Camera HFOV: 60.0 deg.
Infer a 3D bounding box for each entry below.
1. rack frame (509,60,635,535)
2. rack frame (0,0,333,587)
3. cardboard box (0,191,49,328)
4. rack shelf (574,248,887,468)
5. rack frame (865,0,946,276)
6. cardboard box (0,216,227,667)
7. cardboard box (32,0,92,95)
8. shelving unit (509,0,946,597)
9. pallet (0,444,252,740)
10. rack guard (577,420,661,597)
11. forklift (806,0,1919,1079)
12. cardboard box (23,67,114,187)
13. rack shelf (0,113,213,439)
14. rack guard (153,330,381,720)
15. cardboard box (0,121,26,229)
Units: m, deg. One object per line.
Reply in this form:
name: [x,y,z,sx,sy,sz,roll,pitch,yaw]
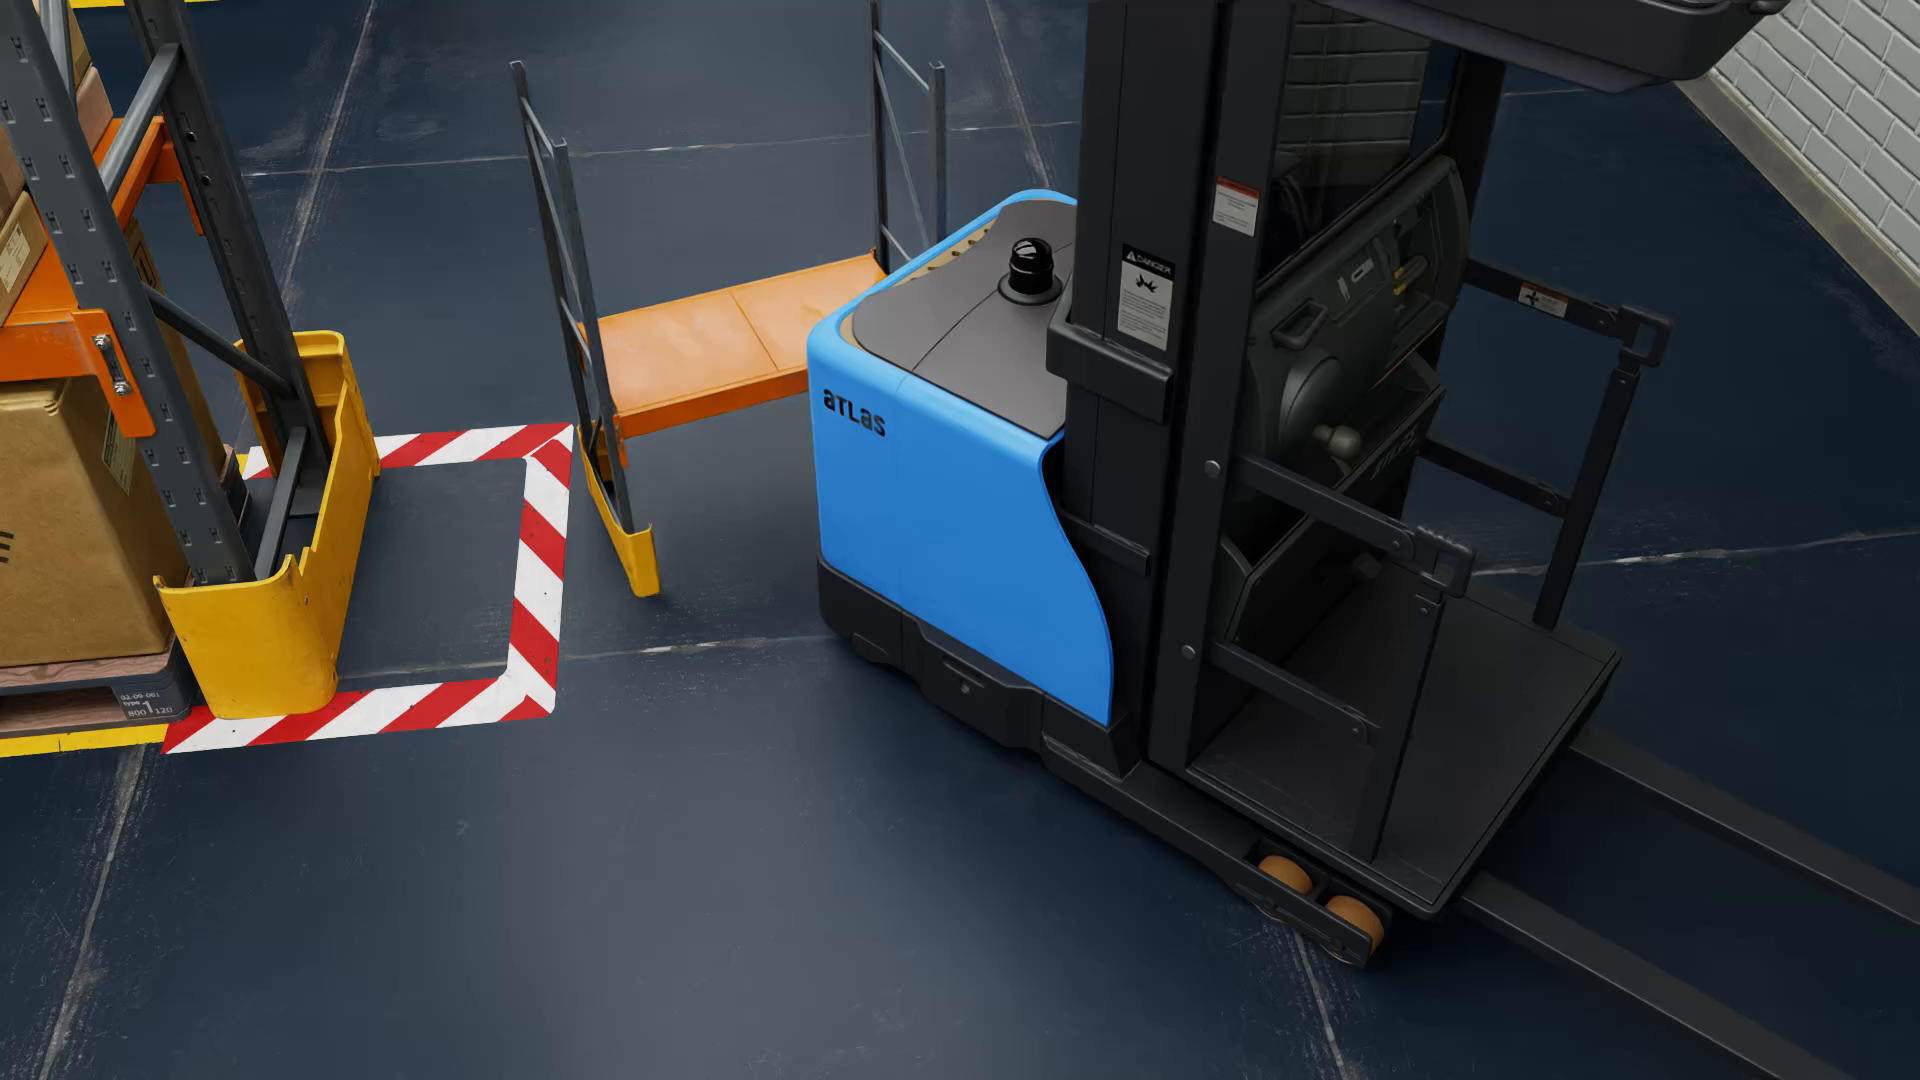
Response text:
rack frame: [-1.082,-0.563,4.755,0.032,1.500,0.500,-17,45,-18]
rack frame: [-2.051,-1.002,4.121,0.127,3.000,1.000,-5,42,-6]
cardboard box: [-2.362,-0.659,3.929,0.250,0.149,0.380,-4,42,-5]
rack shelf: [-0.618,-0.569,5.030,1.000,0.185,0.538,-17,45,-18]
rack frame: [-0.154,-0.842,5.064,0.032,1.500,0.500,-17,45,-18]
cardboard box: [-2.675,-0.260,4.572,0.875,0.875,0.875,-5,42,-6]
cardboard box: [-2.562,-1.194,4.224,0.500,0.250,0.500,-6,42,-7]
shelving unit: [-0.610,-0.705,4.912,1.083,1.500,0.587,-17,45,-18]
pallet: [-2.834,0.155,4.921,1.213,0.211,1.003,-5,42,-6]
rack guard: [-1.064,-0.105,5.179,0.087,0.250,0.587,-17,45,-18]
forklift: [1.050,-0.453,3.564,3.031,2.935,1.130,29,49,28]
cardboard box: [-2.446,-1.097,4.414,0.250,0.149,0.380,-5,42,-5]
rack shelf: [-4.034,-0.561,4.170,4.000,0.370,1.077,-5,42,-6]
rack guard: [-2.027,-0.076,4.961,0.348,0.500,1.175,-5,42,-6]
cardboard box: [-2.497,-0.838,3.830,0.500,0.250,0.500,-6,42,-6]
